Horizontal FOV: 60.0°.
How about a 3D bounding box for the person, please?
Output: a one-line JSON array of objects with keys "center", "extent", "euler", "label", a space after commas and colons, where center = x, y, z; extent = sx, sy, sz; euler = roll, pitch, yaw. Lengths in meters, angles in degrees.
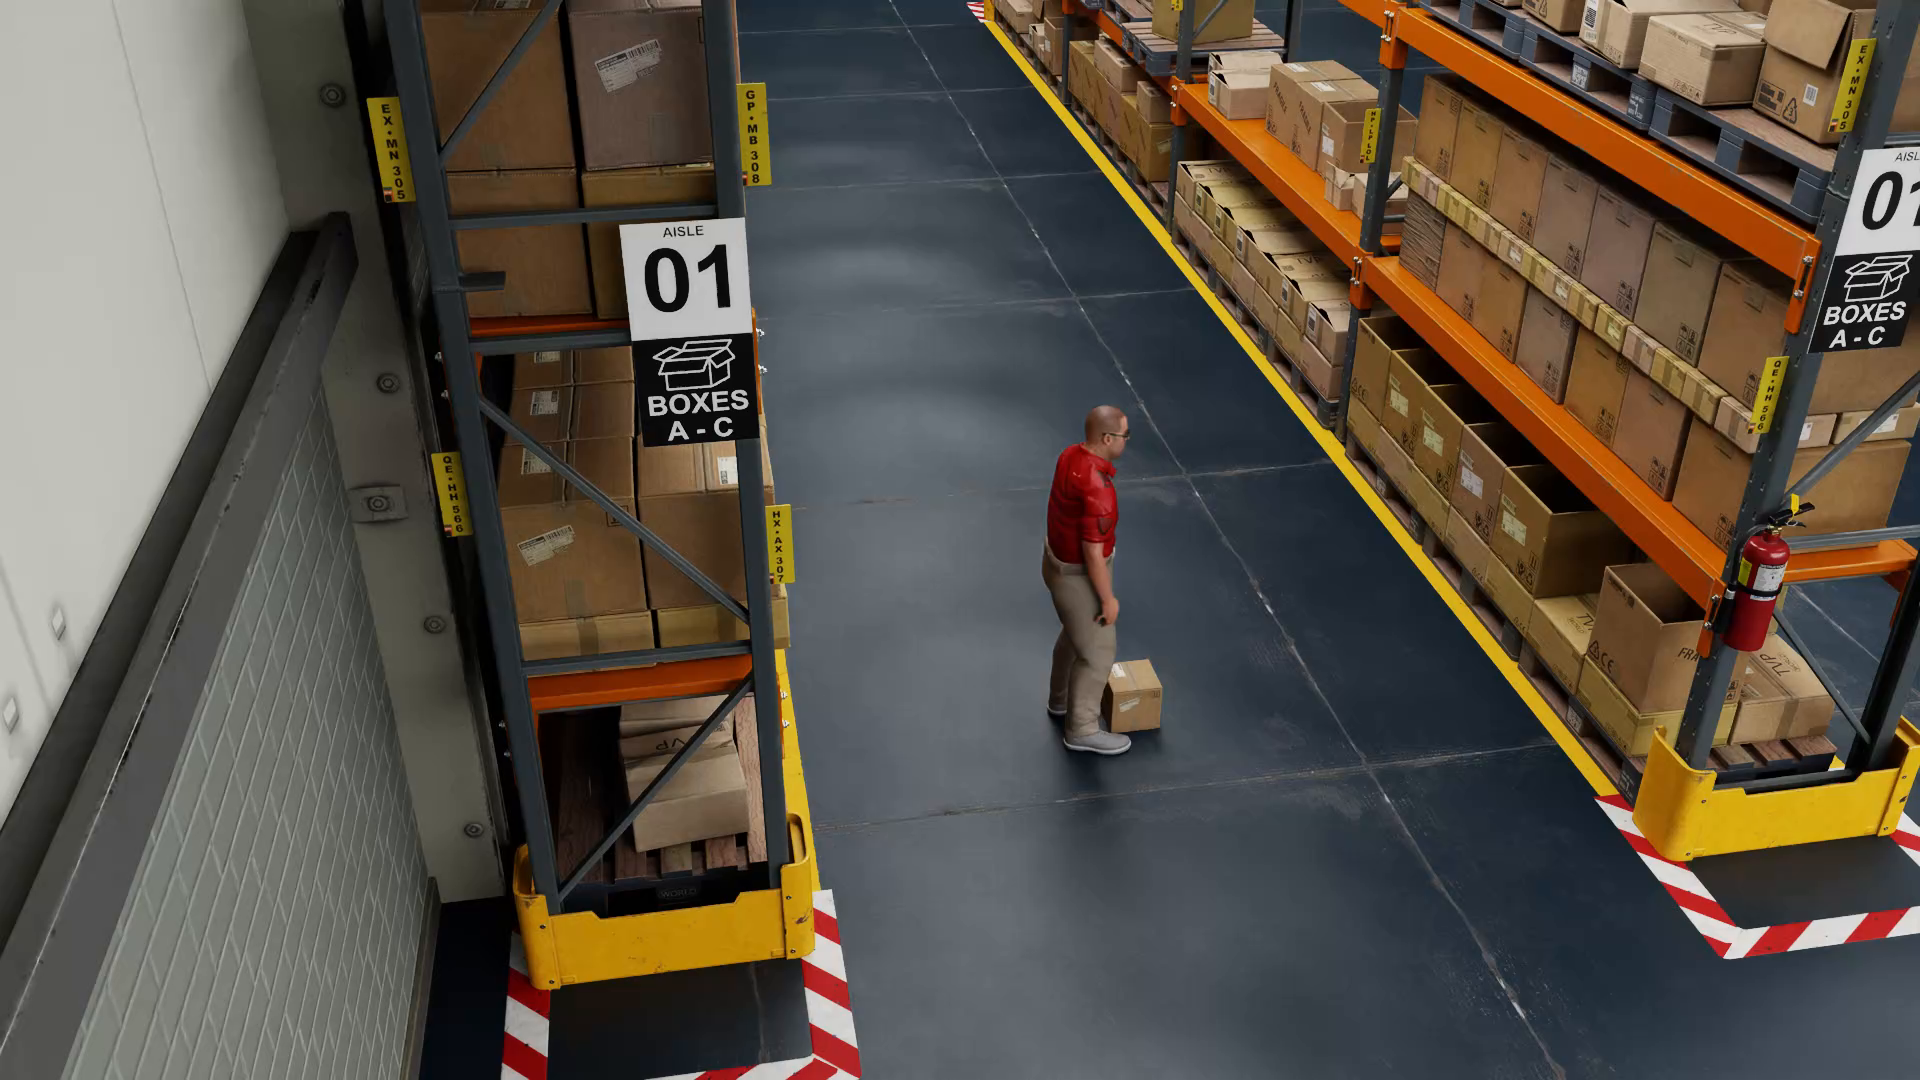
[{"center": [0.598, 0.166, 7.870], "extent": [0.386, 1.726, 0.594], "euler": [-6, 31, -10], "label": "person"}]
